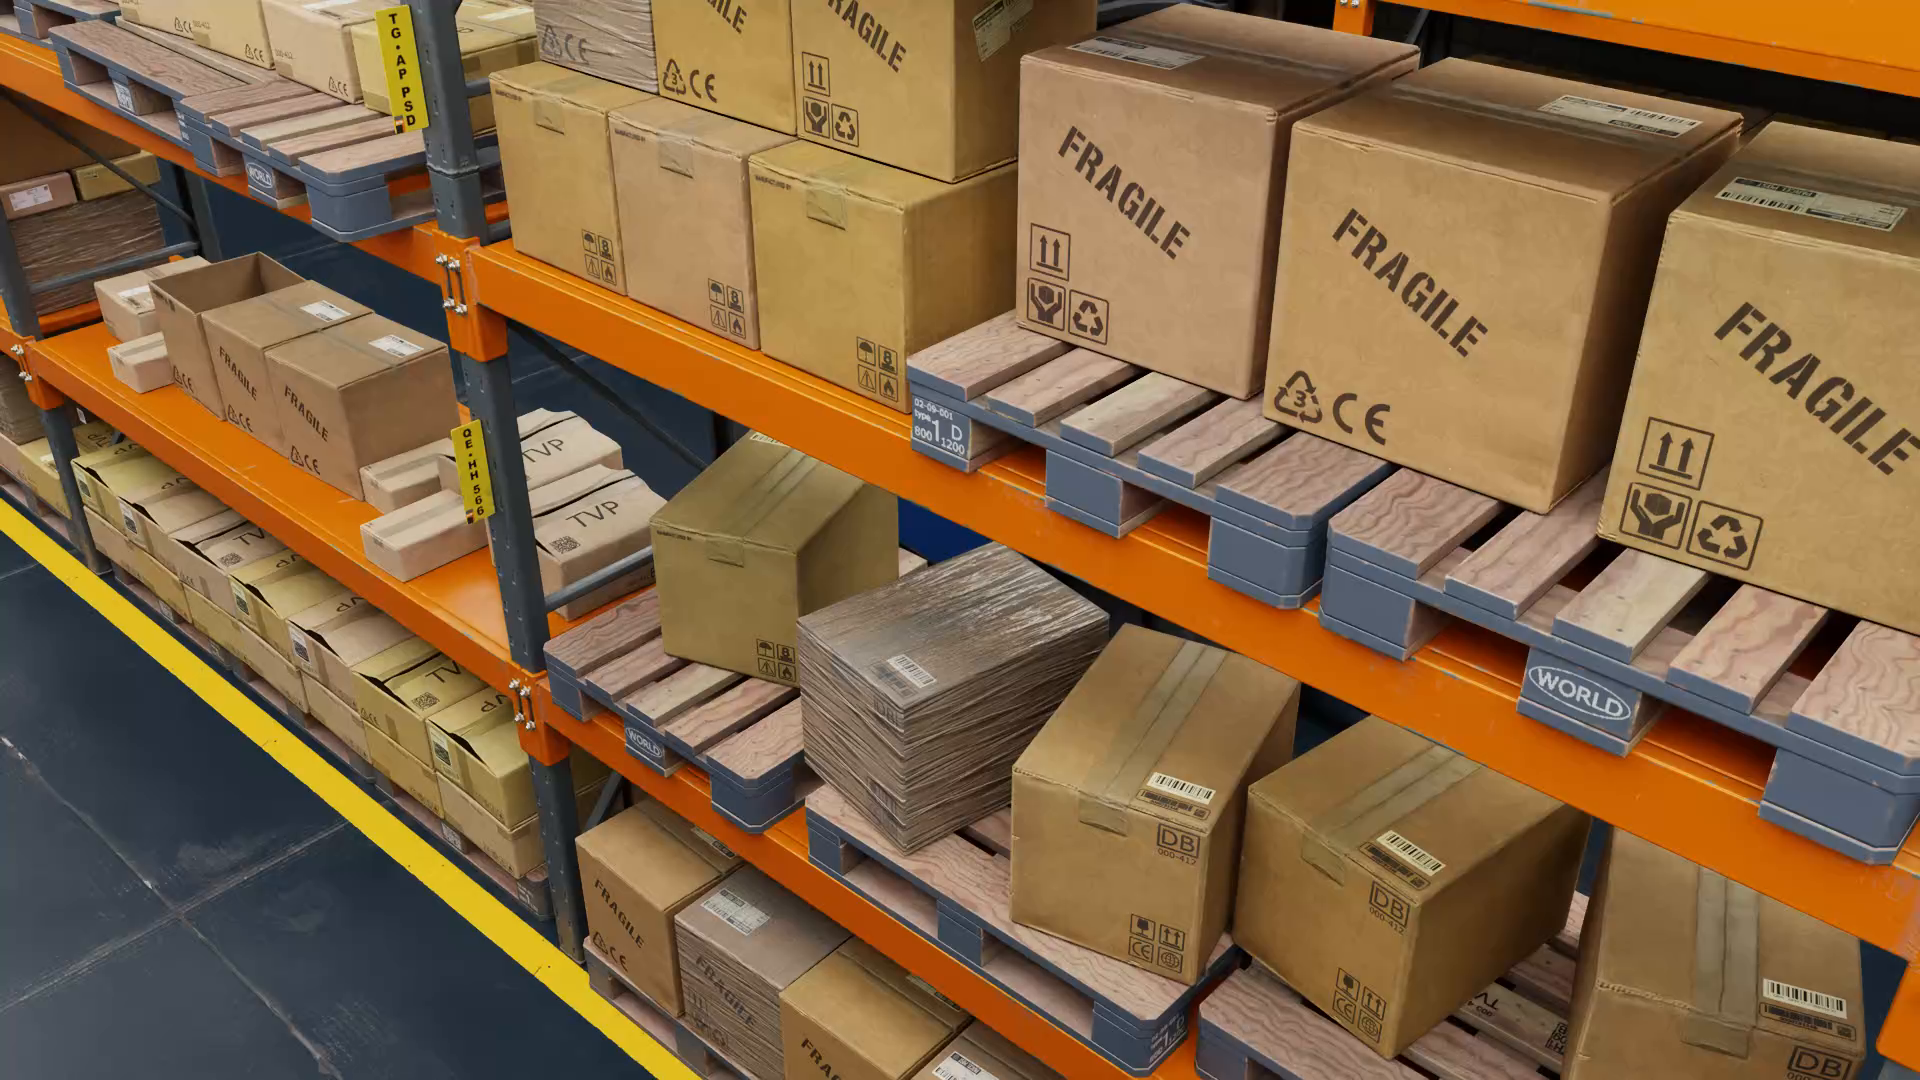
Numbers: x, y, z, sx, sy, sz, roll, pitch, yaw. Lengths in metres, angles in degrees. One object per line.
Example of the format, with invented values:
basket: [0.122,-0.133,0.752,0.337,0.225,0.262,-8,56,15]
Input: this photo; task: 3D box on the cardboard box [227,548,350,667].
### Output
cardboard box: [-2.796,0.221,7.189,0.500,0.311,0.500,26,40,36]

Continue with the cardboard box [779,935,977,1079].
cardboard box: [-0.204,1.582,5.212,0.500,0.500,0.500,24,39,34]

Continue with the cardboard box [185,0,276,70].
cardboard box: [-2.301,-1.835,5.720,0.500,0.250,0.500,24,39,34]

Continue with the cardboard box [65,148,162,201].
cardboard box: [-4.145,-1.794,8.096,0.250,0.149,0.380,25,39,35]

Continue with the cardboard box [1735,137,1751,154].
cardboard box: [3.530,-1.531,7.252,0.500,0.250,0.500,24,39,34]

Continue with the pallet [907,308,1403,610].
pallet: [0.648,-0.353,3.701,1.003,0.211,1.213,25,39,35]

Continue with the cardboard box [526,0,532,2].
cardboard box: [-3.208,-4.397,12.545,0.500,0.500,0.500,25,39,35]

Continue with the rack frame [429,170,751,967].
rack frame: [-1.110,0.078,5.712,0.127,3.000,1.000,25,39,35]

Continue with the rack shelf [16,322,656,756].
rack shelf: [-2.593,-0.306,7.048,4.000,0.370,1.077,25,39,35]

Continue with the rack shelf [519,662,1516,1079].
rack shelf: [0.373,1.078,4.748,4.000,0.370,1.077,25,39,35]

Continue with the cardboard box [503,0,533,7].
cardboard box: [-3.177,-4.066,12.722,0.500,0.250,0.500,24,38,34]

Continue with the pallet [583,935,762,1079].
pallet: [-0.582,1.545,5.978,1.213,0.211,1.003,25,39,35]

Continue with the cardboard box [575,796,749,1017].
cardboard box: [-0.964,1.227,5.800,0.500,0.500,0.500,27,40,37]

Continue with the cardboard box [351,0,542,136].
cardboard box: [-1.484,-1.458,5.094,0.500,0.250,0.500,22,37,32]

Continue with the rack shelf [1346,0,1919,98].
rack shelf: [3.694,-2.103,7.123,4.000,0.370,1.077,25,39,35]

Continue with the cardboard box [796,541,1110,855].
cardboard box: [-0.017,0.419,4.641,0.700,0.500,0.500,-21,37,-31]

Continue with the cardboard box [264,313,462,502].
cardboard box: [-2.365,-0.540,6.641,0.500,0.500,0.500,23,38,33]

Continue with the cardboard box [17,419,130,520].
cardboard box: [-4.566,-0.385,8.741,0.500,0.250,0.500,25,39,35]

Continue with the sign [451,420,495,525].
sign: [-1.480,-0.205,5.059,0.005,0.325,0.100,25,39,35]

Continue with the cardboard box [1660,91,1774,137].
cardboard box: [3.481,-1.901,7.867,0.500,0.250,0.500,24,38,34]

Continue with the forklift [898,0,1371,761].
forklift: [0.990,-0.612,6.925,1.130,2.935,3.031,-23,38,-34]

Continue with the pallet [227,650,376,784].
pallet: [-2.595,0.550,7.631,1.213,0.211,1.003,25,39,35]

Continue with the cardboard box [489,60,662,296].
cardboard box: [-0.764,-1.112,4.684,0.500,0.500,0.910,25,39,35]

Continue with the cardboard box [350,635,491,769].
cardboard box: [-2.053,0.571,6.608,0.500,0.311,0.500,24,39,34]

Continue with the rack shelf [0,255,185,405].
rack shelf: [-5.559,-1.691,9.347,4.000,0.370,1.077,25,39,35]

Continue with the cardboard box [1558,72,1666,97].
cardboard box: [3.103,-2.080,8.164,0.500,0.250,0.500,24,38,34]

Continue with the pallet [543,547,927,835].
pallet: [-0.560,0.368,5.417,1.003,0.211,1.213,25,39,35]

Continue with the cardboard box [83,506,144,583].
cardboard box: [-3.943,-0.074,8.224,0.500,0.250,0.500,24,38,34]

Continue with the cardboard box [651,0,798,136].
cardboard box: [-0.413,-1.349,4.107,0.500,0.500,0.500,25,39,35]

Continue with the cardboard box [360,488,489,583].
cardboard box: [-1.962,-0.020,6.119,0.250,0.149,0.380,25,39,35]

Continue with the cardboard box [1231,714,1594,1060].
cardboard box: [1.102,0.776,4.048,0.700,0.500,0.500,-22,38,-32]

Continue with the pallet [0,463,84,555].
pallet: [-4.637,-0.403,9.215,1.213,0.211,1.003,25,39,35]

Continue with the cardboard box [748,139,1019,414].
cardboard box: [0.000,-0.756,4.091,0.500,0.500,0.910,25,39,35]

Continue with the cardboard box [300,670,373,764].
cardboard box: [-2.419,0.635,7.046,0.500,0.250,0.500,26,40,36]

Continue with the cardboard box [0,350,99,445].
cardboard box: [-4.929,-0.884,8.842,0.500,0.500,0.500,25,39,35]

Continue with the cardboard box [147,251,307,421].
cardboard box: [-3.127,-0.895,7.232,0.500,0.500,0.500,-26,40,-36]

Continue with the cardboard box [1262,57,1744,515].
cardboard box: [1.021,-0.514,3.186,0.600,0.600,0.600,25,39,35]

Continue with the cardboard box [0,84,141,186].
cardboard box: [-4.409,-2.056,7.903,0.500,0.500,0.700,25,39,35]

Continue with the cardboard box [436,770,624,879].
cardboard box: [-1.664,0.987,6.461,0.500,0.250,0.500,26,40,36]

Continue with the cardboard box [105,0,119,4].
cardboard box: [-3.216,-2.301,6.494,0.500,0.250,0.500,21,37,31]

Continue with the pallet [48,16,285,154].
pallet: [-2.504,-1.713,5.962,1.213,0.211,1.003,27,40,37]

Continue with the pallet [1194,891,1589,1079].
pallet: [1.336,1.226,3.991,1.213,0.211,1.003,25,39,35]

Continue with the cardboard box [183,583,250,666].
cardboard box: [-3.179,0.281,7.633,0.500,0.250,0.500,24,38,34]

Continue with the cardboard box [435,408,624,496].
cardboard box: [-1.643,-0.268,6.373,0.500,0.311,0.500,25,39,35]

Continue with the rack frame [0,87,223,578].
rack frame: [-4.076,-1.307,8.012,0.127,3.000,1.000,25,39,35]

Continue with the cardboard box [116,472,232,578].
cardboard box: [-3.569,-0.135,7.781,0.500,0.311,0.500,25,39,35]
